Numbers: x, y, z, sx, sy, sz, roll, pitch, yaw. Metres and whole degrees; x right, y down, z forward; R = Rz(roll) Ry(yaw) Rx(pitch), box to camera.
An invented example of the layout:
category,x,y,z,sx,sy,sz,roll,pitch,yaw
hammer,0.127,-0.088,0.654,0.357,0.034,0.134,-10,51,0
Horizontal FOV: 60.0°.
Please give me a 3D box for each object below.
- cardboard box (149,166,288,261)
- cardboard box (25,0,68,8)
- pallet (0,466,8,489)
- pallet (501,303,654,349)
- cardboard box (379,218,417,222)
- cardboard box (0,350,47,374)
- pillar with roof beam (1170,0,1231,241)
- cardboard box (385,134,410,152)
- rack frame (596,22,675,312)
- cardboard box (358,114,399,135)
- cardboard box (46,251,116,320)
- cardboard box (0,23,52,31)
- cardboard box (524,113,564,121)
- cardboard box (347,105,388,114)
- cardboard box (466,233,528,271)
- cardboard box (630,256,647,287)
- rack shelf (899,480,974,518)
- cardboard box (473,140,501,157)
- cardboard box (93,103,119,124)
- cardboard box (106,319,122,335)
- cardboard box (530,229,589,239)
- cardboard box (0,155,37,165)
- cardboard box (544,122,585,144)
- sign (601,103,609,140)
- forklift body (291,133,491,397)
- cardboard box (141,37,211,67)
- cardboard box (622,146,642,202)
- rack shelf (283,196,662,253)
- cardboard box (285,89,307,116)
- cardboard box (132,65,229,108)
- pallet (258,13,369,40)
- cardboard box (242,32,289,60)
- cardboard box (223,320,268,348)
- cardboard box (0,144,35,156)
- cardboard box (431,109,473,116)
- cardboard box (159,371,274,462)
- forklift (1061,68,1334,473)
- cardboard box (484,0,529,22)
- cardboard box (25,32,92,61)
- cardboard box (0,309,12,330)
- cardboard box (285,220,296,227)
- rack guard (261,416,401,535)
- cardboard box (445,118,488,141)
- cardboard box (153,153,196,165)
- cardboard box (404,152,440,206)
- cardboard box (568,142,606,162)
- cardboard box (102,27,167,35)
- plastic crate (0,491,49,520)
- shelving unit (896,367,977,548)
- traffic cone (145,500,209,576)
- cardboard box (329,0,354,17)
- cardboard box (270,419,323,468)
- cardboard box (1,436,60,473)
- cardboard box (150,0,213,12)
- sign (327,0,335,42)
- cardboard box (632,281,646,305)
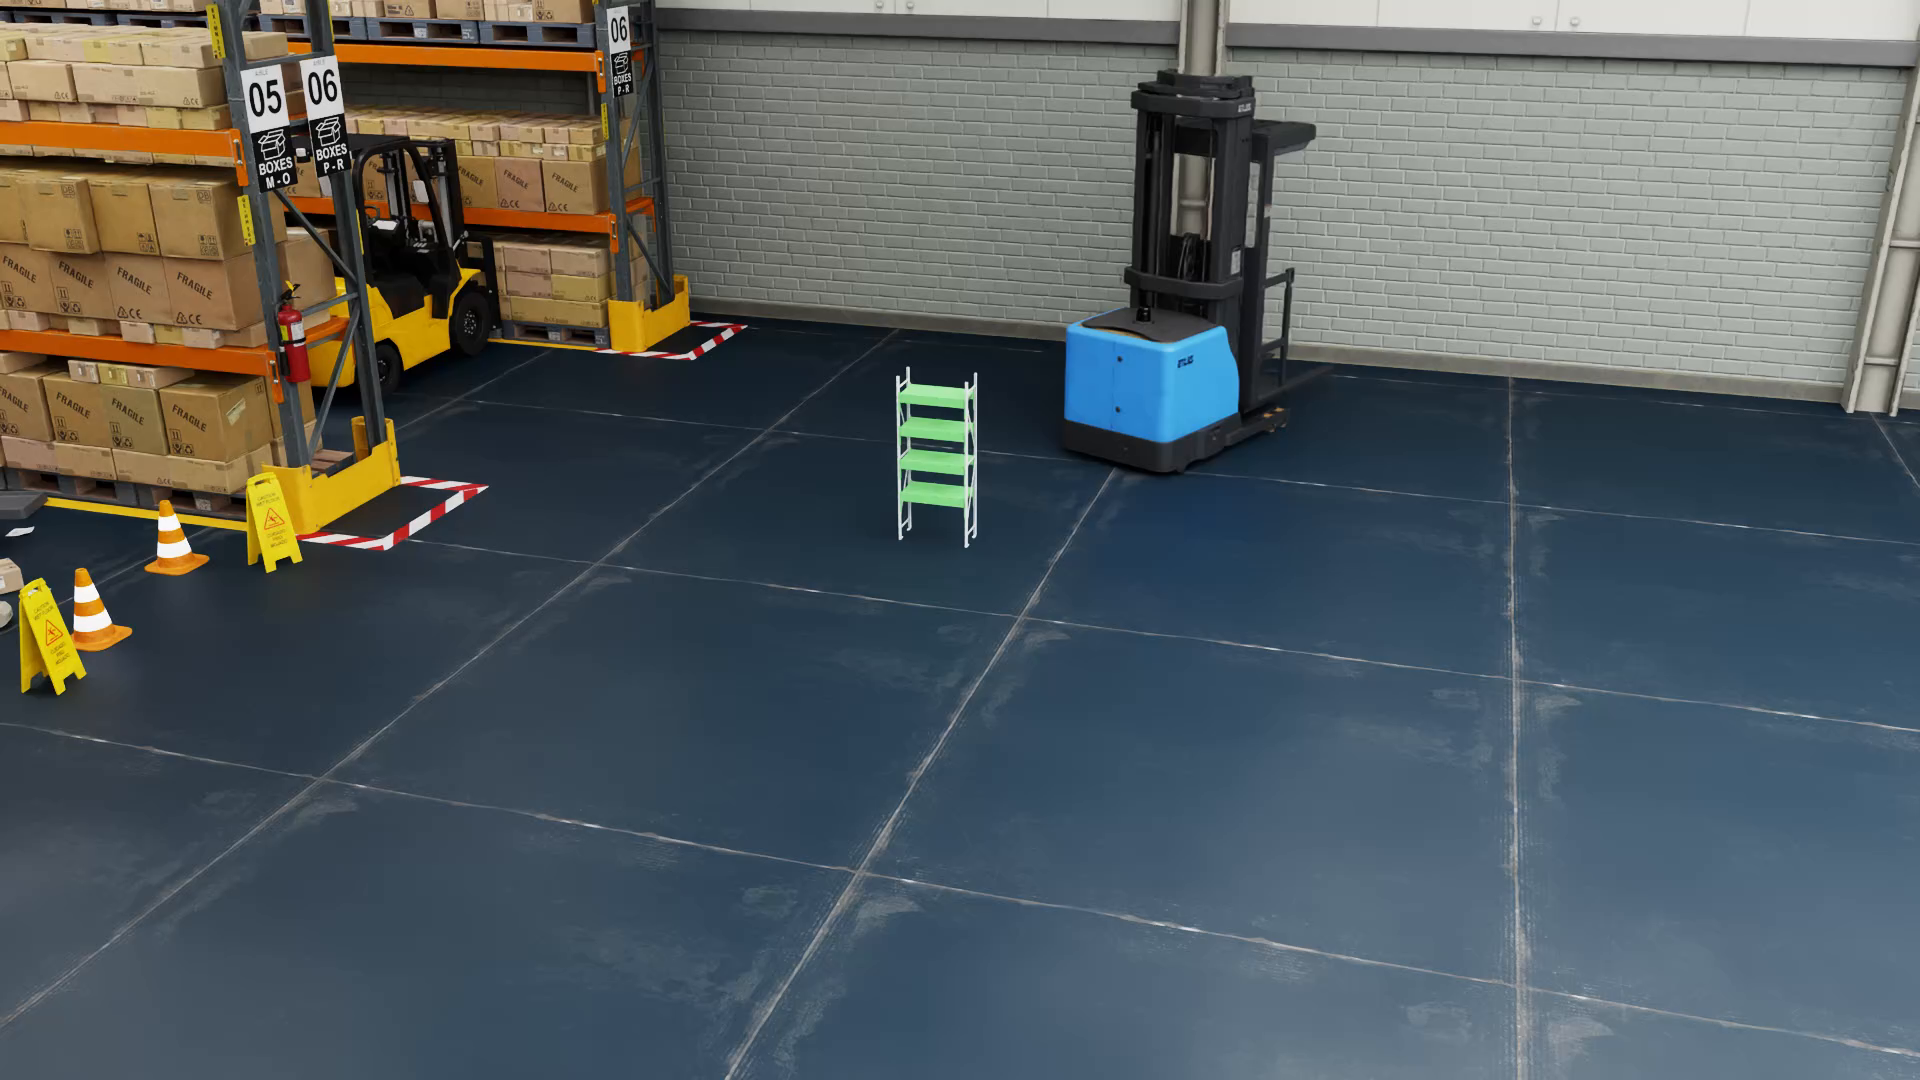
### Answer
category,x,y,z,sx,sy,sz,roll,pitch,yaw
cardboard box,-5.114,-2.264,11.496,0.500,0.500,0.700,6,23,14
cardboard box,-9.193,-5.717,16.985,0.500,0.500,0.500,7,23,17
pallet,-7.738,-0.729,13.268,1.213,0.211,1.003,7,23,16
pallet,-3.876,-2.223,16.912,1.213,0.211,1.003,7,23,16
cardboard box,-5.945,-3.234,17.455,0.500,0.250,0.500,6,23,15
cardboard box,-7.051,-1.366,12.375,0.250,0.149,0.380,8,24,19
pillar with roof beam,0.963,-4.402,10.645,0.400,9.000,9.100,7,23,16
cardboard box,-5.515,-3.948,16.457,0.250,0.149,0.380,6,23,14
rack frame,-3.131,-3.445,16.216,0.127,3.000,1.000,7,23,16
cardboard box,-5.745,-4.120,16.483,0.250,0.149,0.380,6,23,15
cardboard box,-6.117,-1.897,11.918,0.500,0.500,0.500,6,23,15
cardboard box,-6.763,-3.647,12.036,0.250,0.149,0.380,7,23,16
cardboard box,-4.122,-4.141,16.533,0.250,0.149,0.380,7,23,16
cardboard box,-6.082,-4.375,17.106,0.250,0.149,0.380,6,23,15
cardboard box,-4.639,-2.872,16.572,0.500,0.250,0.500,7,23,16
cardboard box,-3.522,-2.725,16.872,0.500,0.250,0.500,7,23,16
rack shelf,-0.158,-0.292,11.702,0.480,0.148,0.258,7,23,16
cardboard box,-4.532,-3.839,16.189,0.250,0.149,0.380,6,23,14
cardboard box,-5.700,-2.959,11.409,0.250,0.149,0.380,7,23,16
cardboard box,-5.955,-1.608,12.068,0.250,0.149,0.380,7,23,16
cardboard box,-4.016,-3.004,16.894,0.500,0.250,0.500,7,23,16
cardboard box,-7.077,-2.470,11.998,0.500,0.500,0.700,6,23,14
cardboard box,-3.780,-3.907,15.964,0.250,0.149,0.380,7,23,16
sign,-3.302,-3.894,15.474,0.005,0.325,0.100,7,23,16
forklift body,-5.474,-2.597,15.268,1.214,2.155,2.313,7,23,16
cardboard box,-5.207,-3.254,11.077,0.250,0.149,0.380,7,23,16
cardboard box,-3.526,-3.646,16.575,0.500,0.500,0.500,7,23,17
rack shelf,-5.046,-3.331,16.887,4.000,0.370,1.077,7,23,16
cardboard box,-4.785,-3.067,11.673,0.250,0.149,0.380,7,23,16
cardboard box,-5.129,-3.055,11.119,0.500,0.250,0.500,6,23,15
pallet,-6.137,-5.146,16.527,1.213,0.211,1.003,7,23,16
cardboard box,-4.843,-3.395,11.421,0.250,0.149,0.380,6,23,15
cardboard box,-4.982,-1.488,11.776,0.250,0.149,0.380,7,23,17
cardboard box,-9.957,-4.291,17.817,0.500,0.250,0.500,7,23,17
cardboard box,-5.118,-4.251,16.802,0.250,0.149,0.380,7,23,17
cardboard box,-5.404,-0.903,12.101,0.500,0.500,0.500,7,23,16
forklift,2.152,-2.362,13.665,1.130,2.935,3.031,18,28,36
cardboard box,-4.255,-5.019,15.593,0.258,0.266,0.396,7,23,16
cardboard box,-6.159,-3.389,11.407,0.250,0.149,0.380,6,23,14
cardboard box,-6.960,-1.669,12.216,0.250,0.149,0.380,7,23,16
cardboard box,-7.464,-3.032,17.785,0.625,0.625,0.875,8,24,18
rack guard,-4.634,-0.493,12.313,0.348,0.500,1.175,7,23,16
cardboard box,-4.786,-3.995,16.178,0.250,0.149,0.380,7,23,17
cardboard box,-8.000,-4.060,17.254,0.500,0.250,0.500,6,23,14
cardboard box,-5.148,-3.617,16.504,0.500,0.500,0.500,7,23,16
cardboard box,-3.544,-3.727,15.918,0.250,0.149,0.380,7,23,16
cardboard box,-5.794,-3.513,11.710,0.250,0.149,0.380,6,23,15
plastic crate,-7.125,-0.259,12.295,0.583,0.080,0.402,-1,22,-3
shelving unit,-0.158,-0.573,11.587,0.503,1.200,0.258,7,23,16
traffic cone,-5.346,-0.046,11.272,0.334,0.463,0.336,7,23,16
cardboard box,-5.883,-5.152,16.070,0.250,0.149,0.380,7,23,17
cardboard box,-5.254,-0.752,12.721,0.500,0.250,0.500,6,23,15
cardboard box,-6.881,-0.727,12.660,0.500,0.250,0.500,6,23,15
cardboard box,-7.724,-5.461,16.611,0.500,0.311,0.500,6,23,14
sign,-4.405,-3.630,11.564,0.005,0.325,0.100,7,23,16
cardboard box,-3.545,-2.492,16.962,0.500,0.250,0.500,7,23,16
